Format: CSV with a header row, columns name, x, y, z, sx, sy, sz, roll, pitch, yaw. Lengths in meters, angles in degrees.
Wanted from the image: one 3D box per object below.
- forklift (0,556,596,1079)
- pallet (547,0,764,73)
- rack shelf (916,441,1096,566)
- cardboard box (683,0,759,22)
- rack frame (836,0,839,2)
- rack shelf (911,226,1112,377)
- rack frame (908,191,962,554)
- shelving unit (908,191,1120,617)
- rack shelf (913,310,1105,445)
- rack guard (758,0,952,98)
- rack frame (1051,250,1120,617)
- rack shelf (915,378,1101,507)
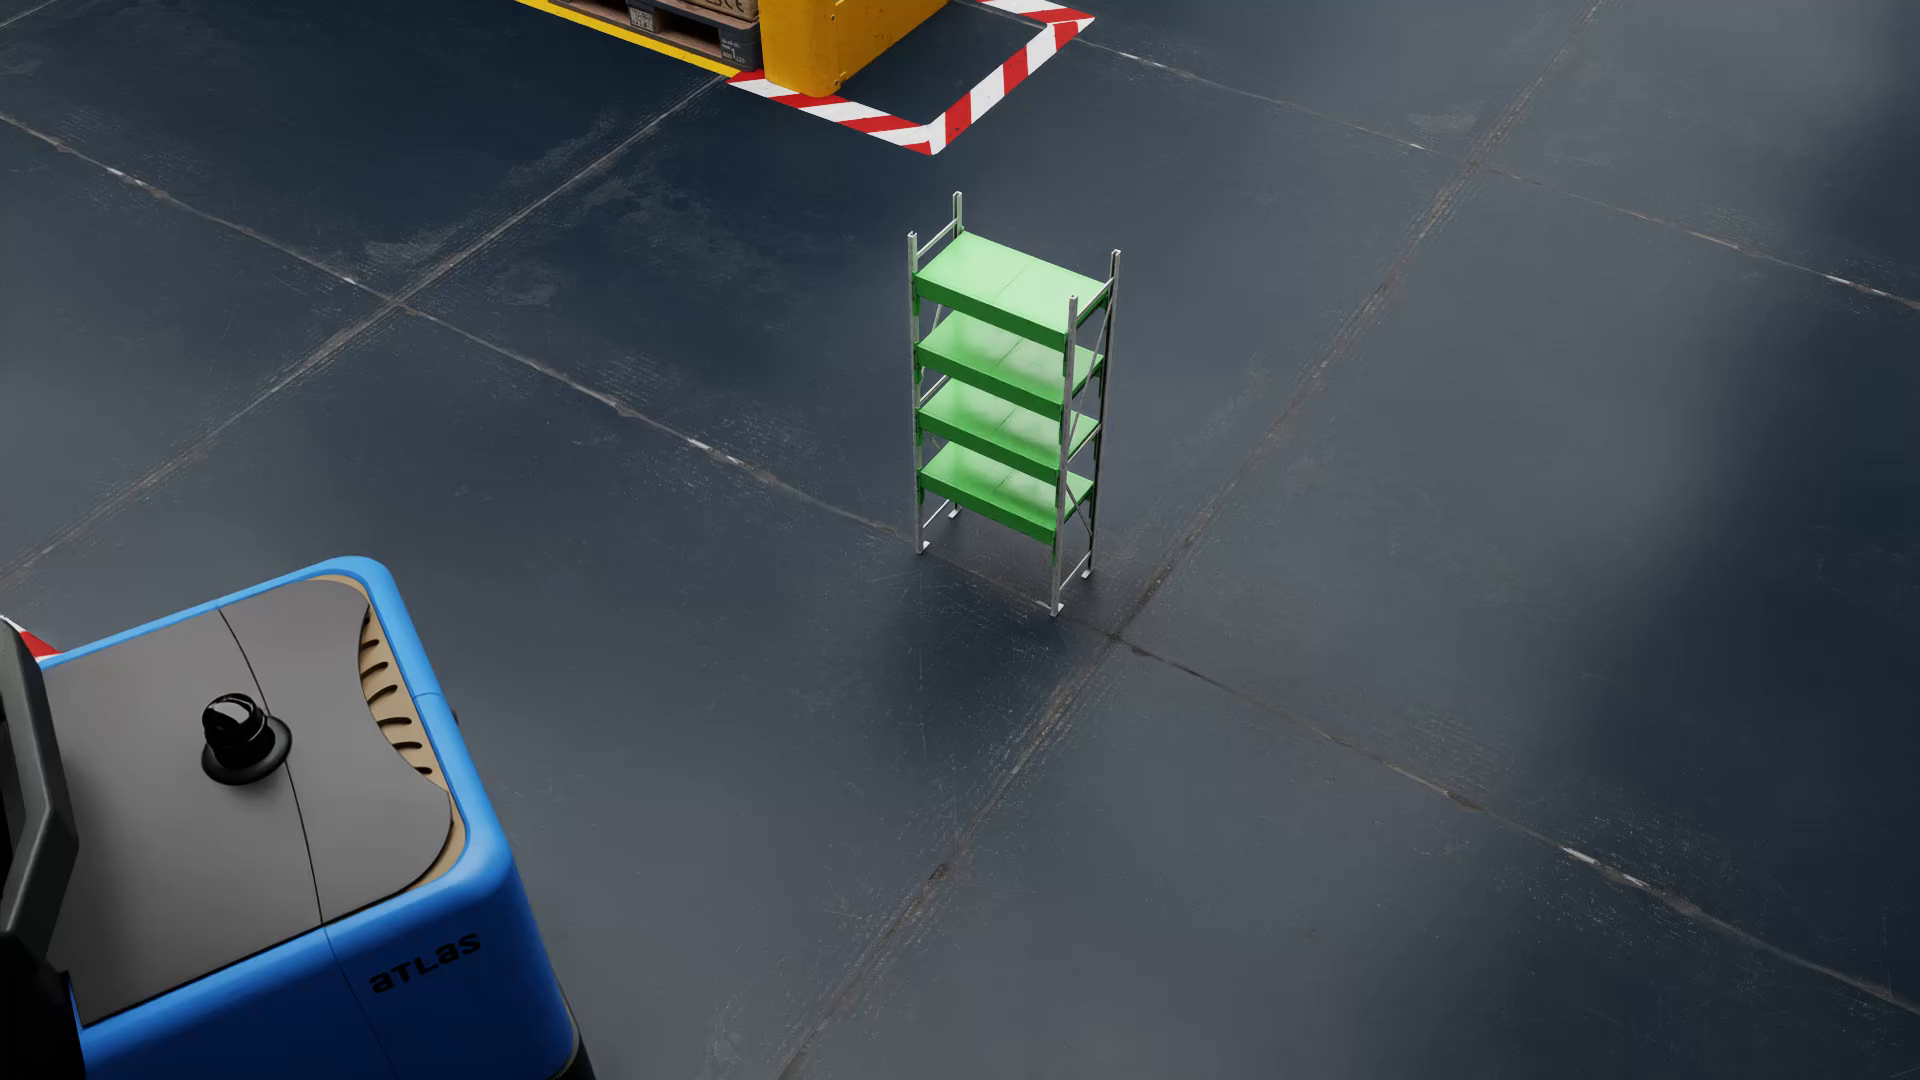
name,x,y,z,sx,sy,sz,roll,pitch,yaw
forklift,-2.391,0.555,2.667,3.031,2.935,1.130,-22,50,-20
pallet,-1.146,-2.627,7.656,1.213,0.211,1.003,25,51,22
rack shelf,0.139,-0.142,4.975,0.480,0.148,0.258,25,51,22
cardboard box,-1.040,-2.786,7.359,0.875,0.438,0.875,23,50,21
rack frame,-0.430,-3.337,6.401,0.127,3.000,1.000,25,51,22
rack shelf,0.139,-0.644,4.459,0.480,0.148,0.258,25,51,22
rack frame,-0.066,-0.449,4.849,0.015,1.200,0.240,25,51,22
shelving unit,0.139,-0.354,4.757,0.503,1.200,0.258,25,51,22
rack shelf,0.139,-0.477,4.631,0.480,0.148,0.258,25,51,22
rack guard,-0.410,-2.457,7.288,0.348,0.500,1.175,25,51,22
rack frame,0.345,-0.260,4.666,0.015,1.200,0.240,25,51,22
rack shelf,0.139,-0.310,4.803,0.480,0.148,0.258,25,51,22
